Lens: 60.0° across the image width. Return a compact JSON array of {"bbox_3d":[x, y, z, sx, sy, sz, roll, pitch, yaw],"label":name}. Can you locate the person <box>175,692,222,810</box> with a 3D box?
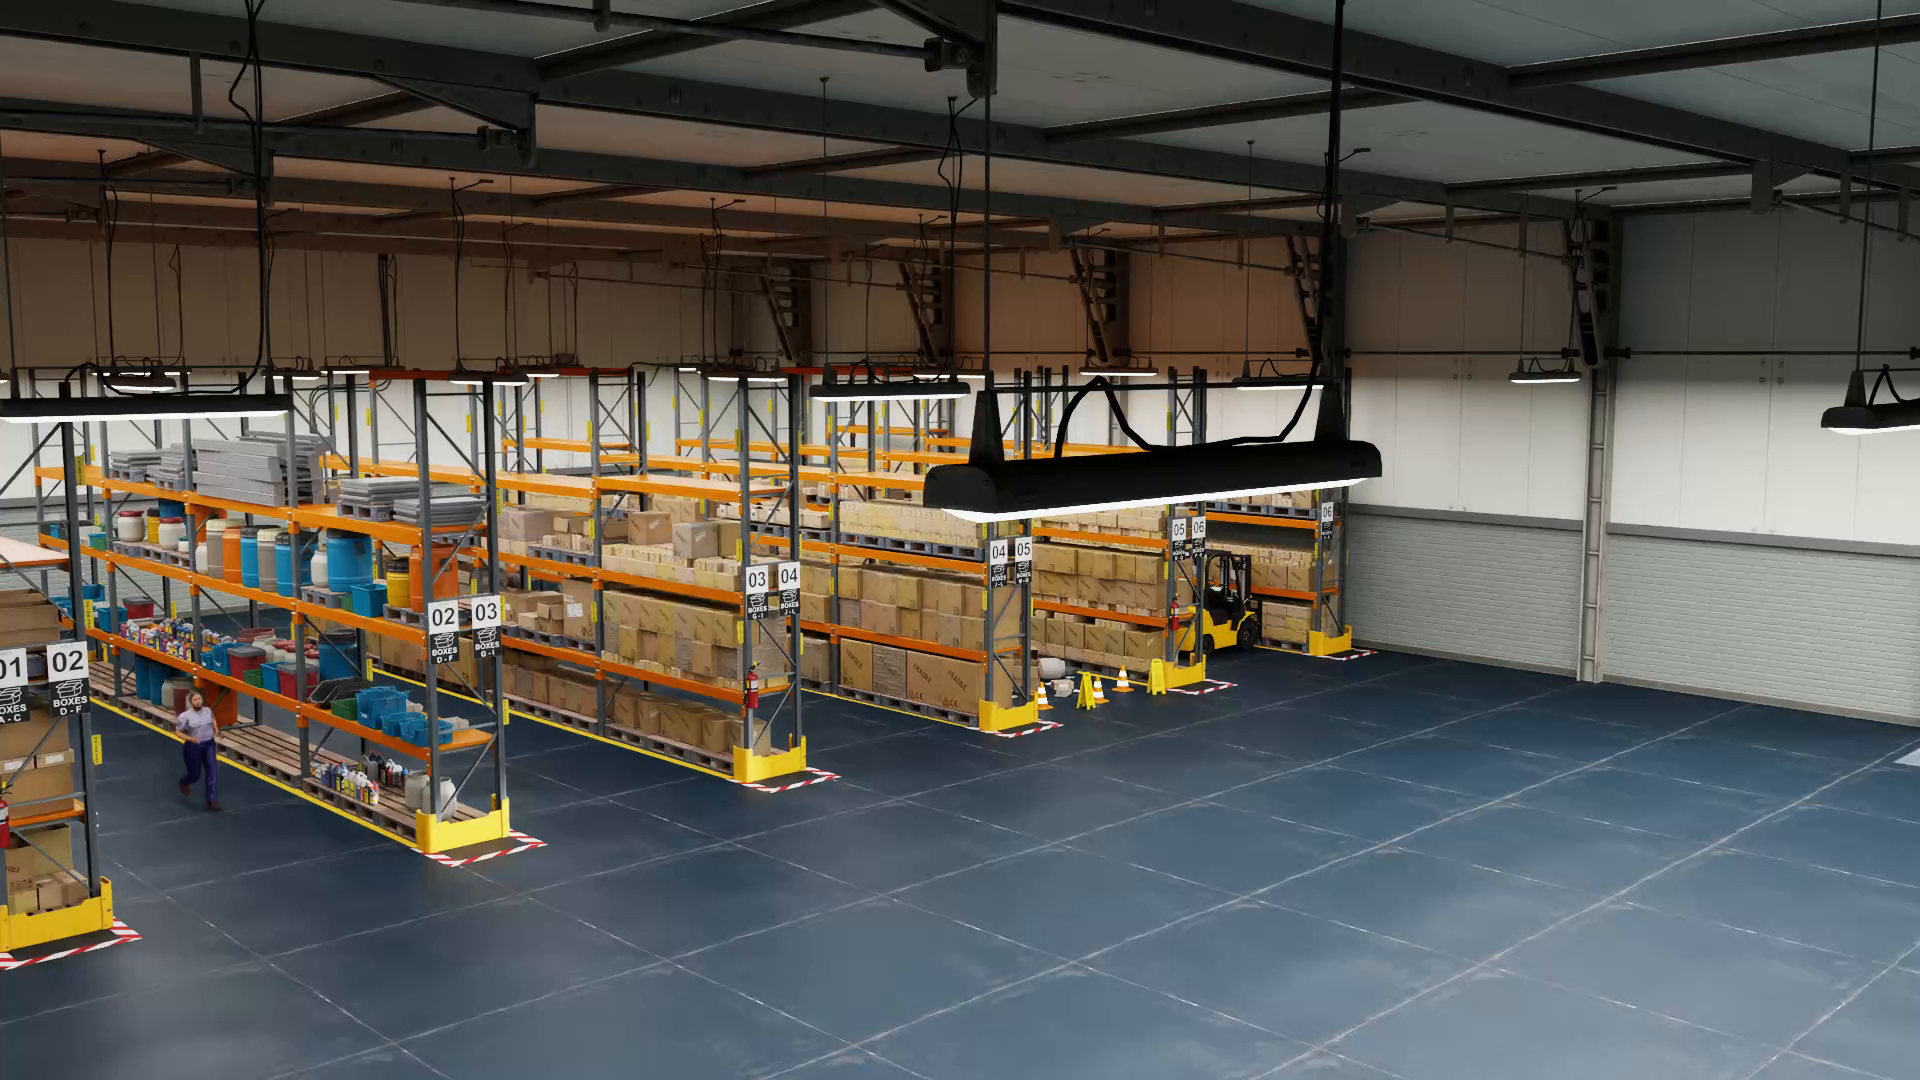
[{"bbox_3d":[-10.595,2.914,23.196,0.932,1.614,0.621,6,9,42],"label":"person"}]

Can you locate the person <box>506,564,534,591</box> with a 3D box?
[{"bbox_3d":[-9.679,1.352,36.416,0.719,1.786,1.000,-6,9,-41],"label":"person"}]
